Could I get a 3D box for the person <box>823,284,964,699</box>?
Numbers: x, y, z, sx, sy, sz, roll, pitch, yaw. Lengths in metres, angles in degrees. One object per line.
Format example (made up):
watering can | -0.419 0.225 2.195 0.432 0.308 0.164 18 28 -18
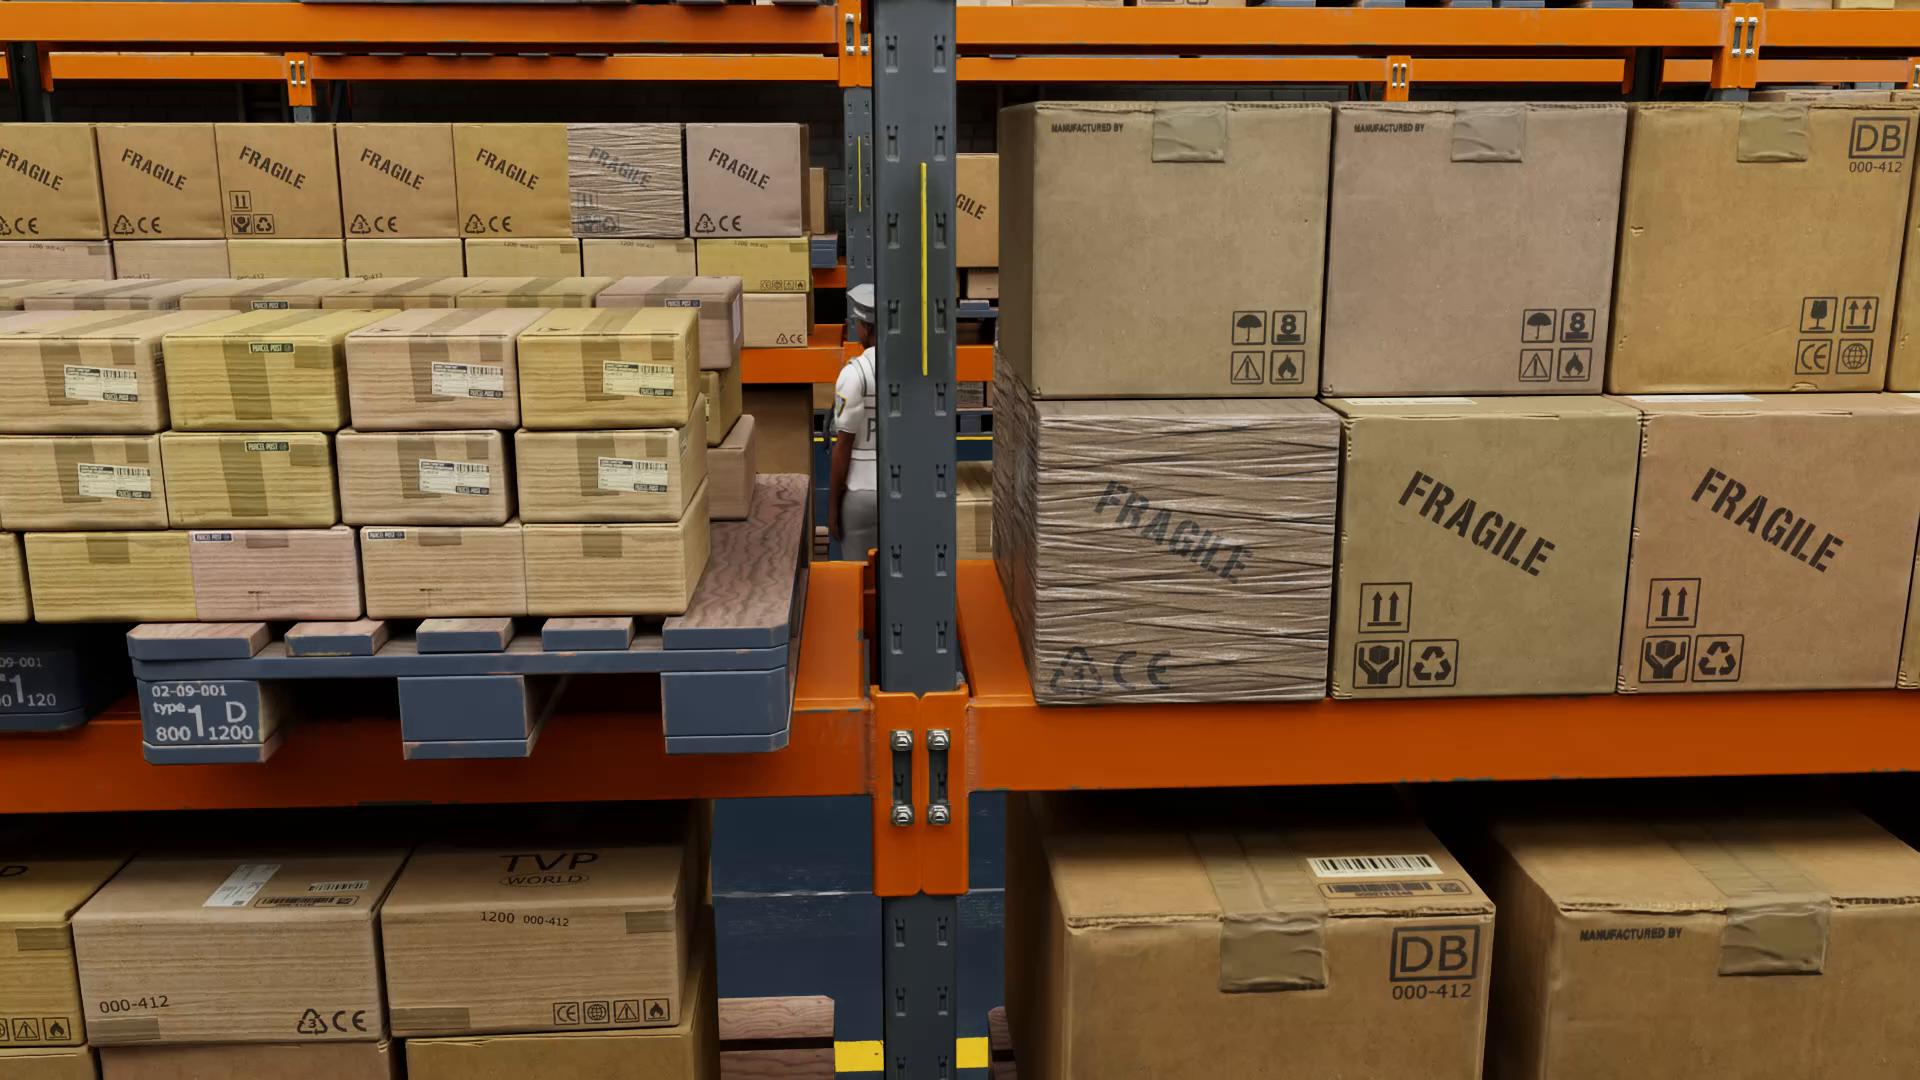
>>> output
person | -0.249 -0.173 6.652 0.588 1.683 0.399 -9 17 -34
